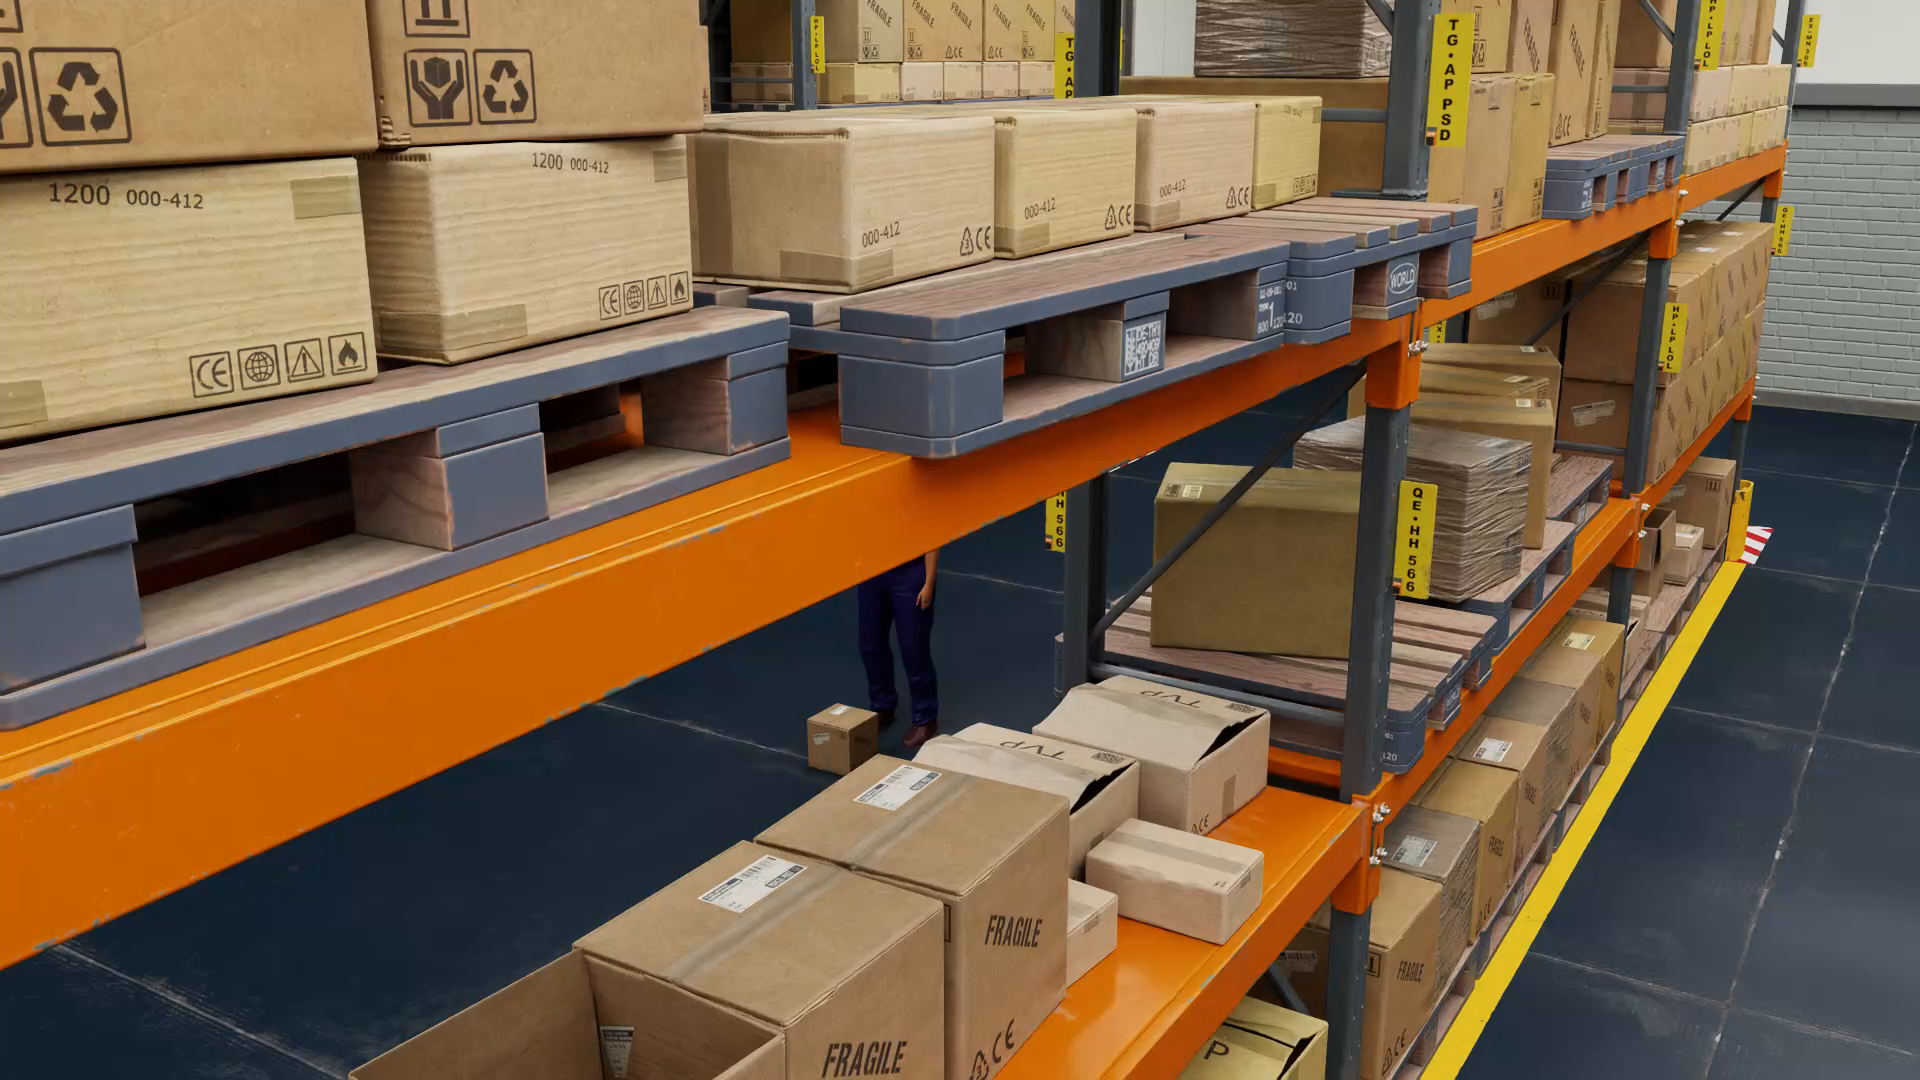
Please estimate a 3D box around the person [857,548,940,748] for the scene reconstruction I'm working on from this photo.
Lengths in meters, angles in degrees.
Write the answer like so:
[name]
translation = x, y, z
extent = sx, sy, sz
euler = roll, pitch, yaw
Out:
[person]
translation = -0.315, 0.212, 8.368
extent = 0.466, 1.659, 0.343
euler = 10, 19, 32
